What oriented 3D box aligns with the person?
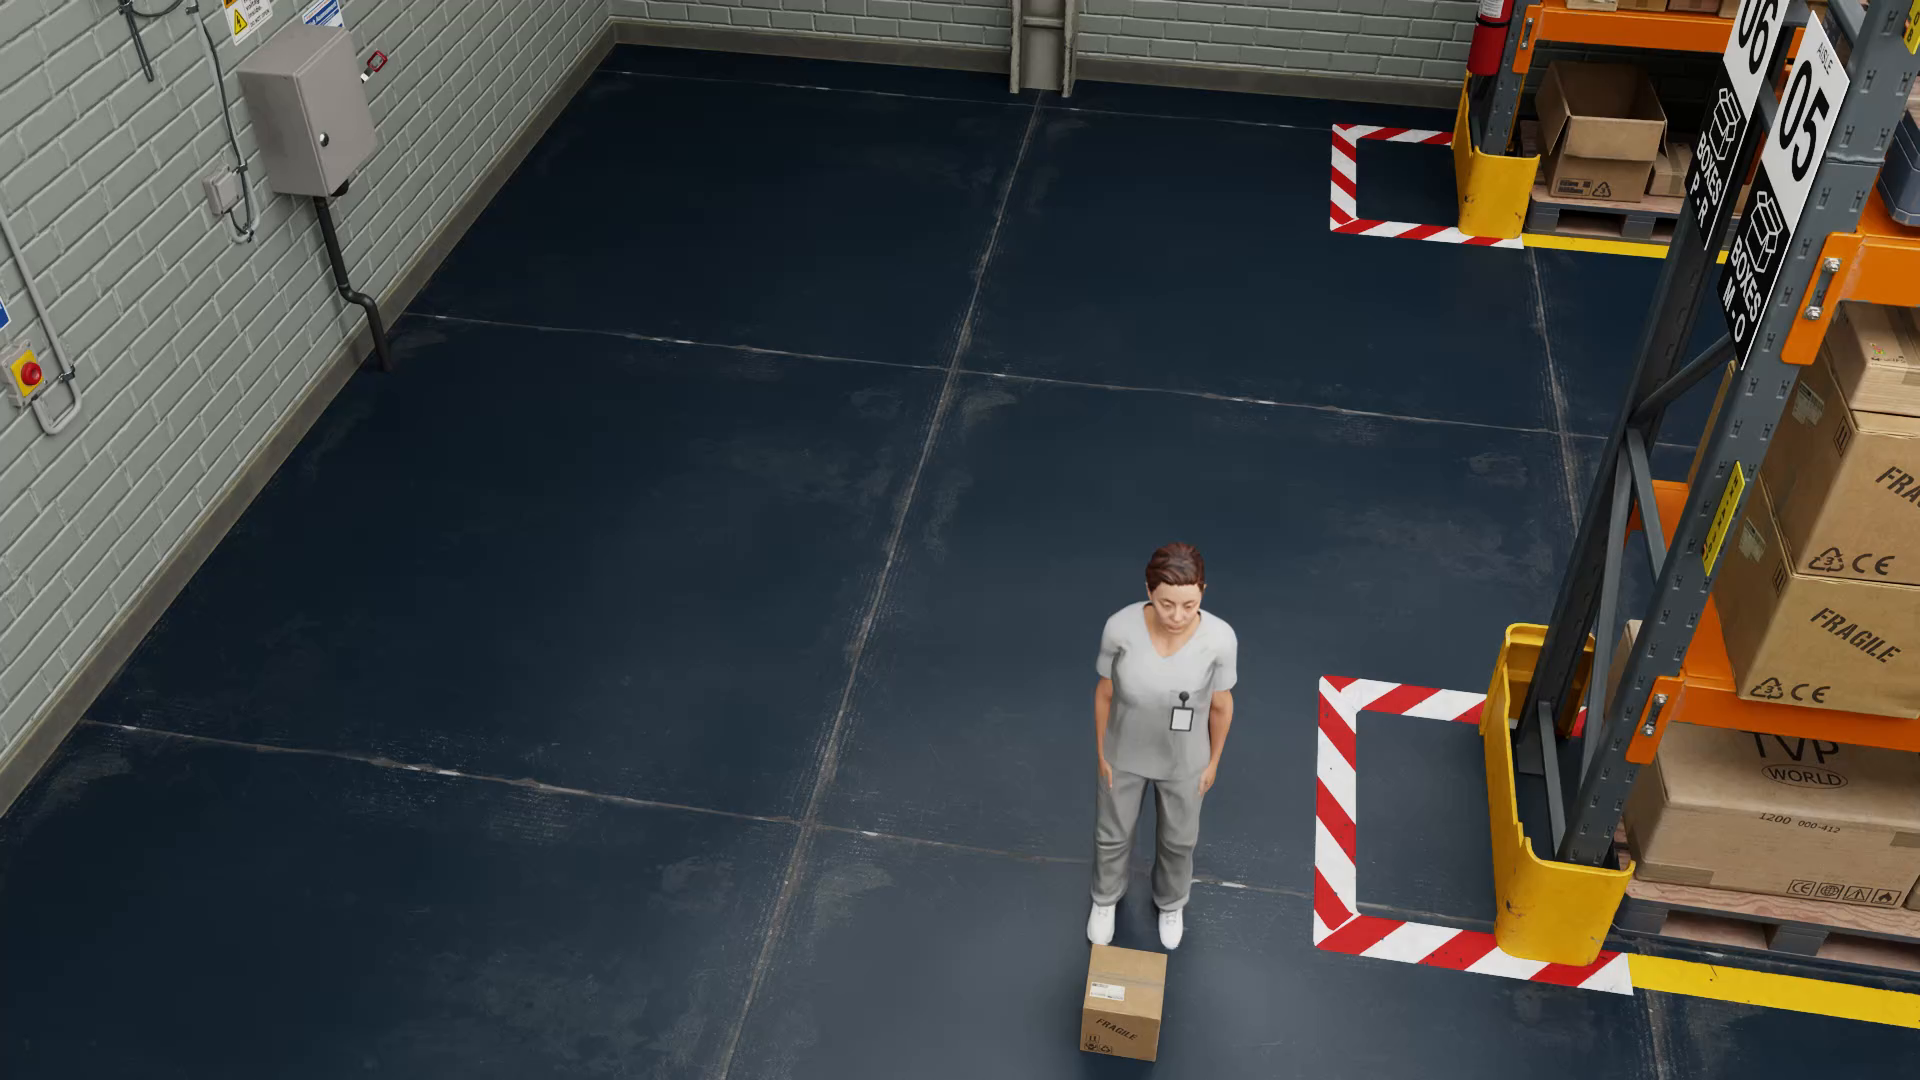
[{"bbox_3d":[0.635,0.696,5.375,0.439,1.698,0.384,7,41,9],"label":"person"}]
